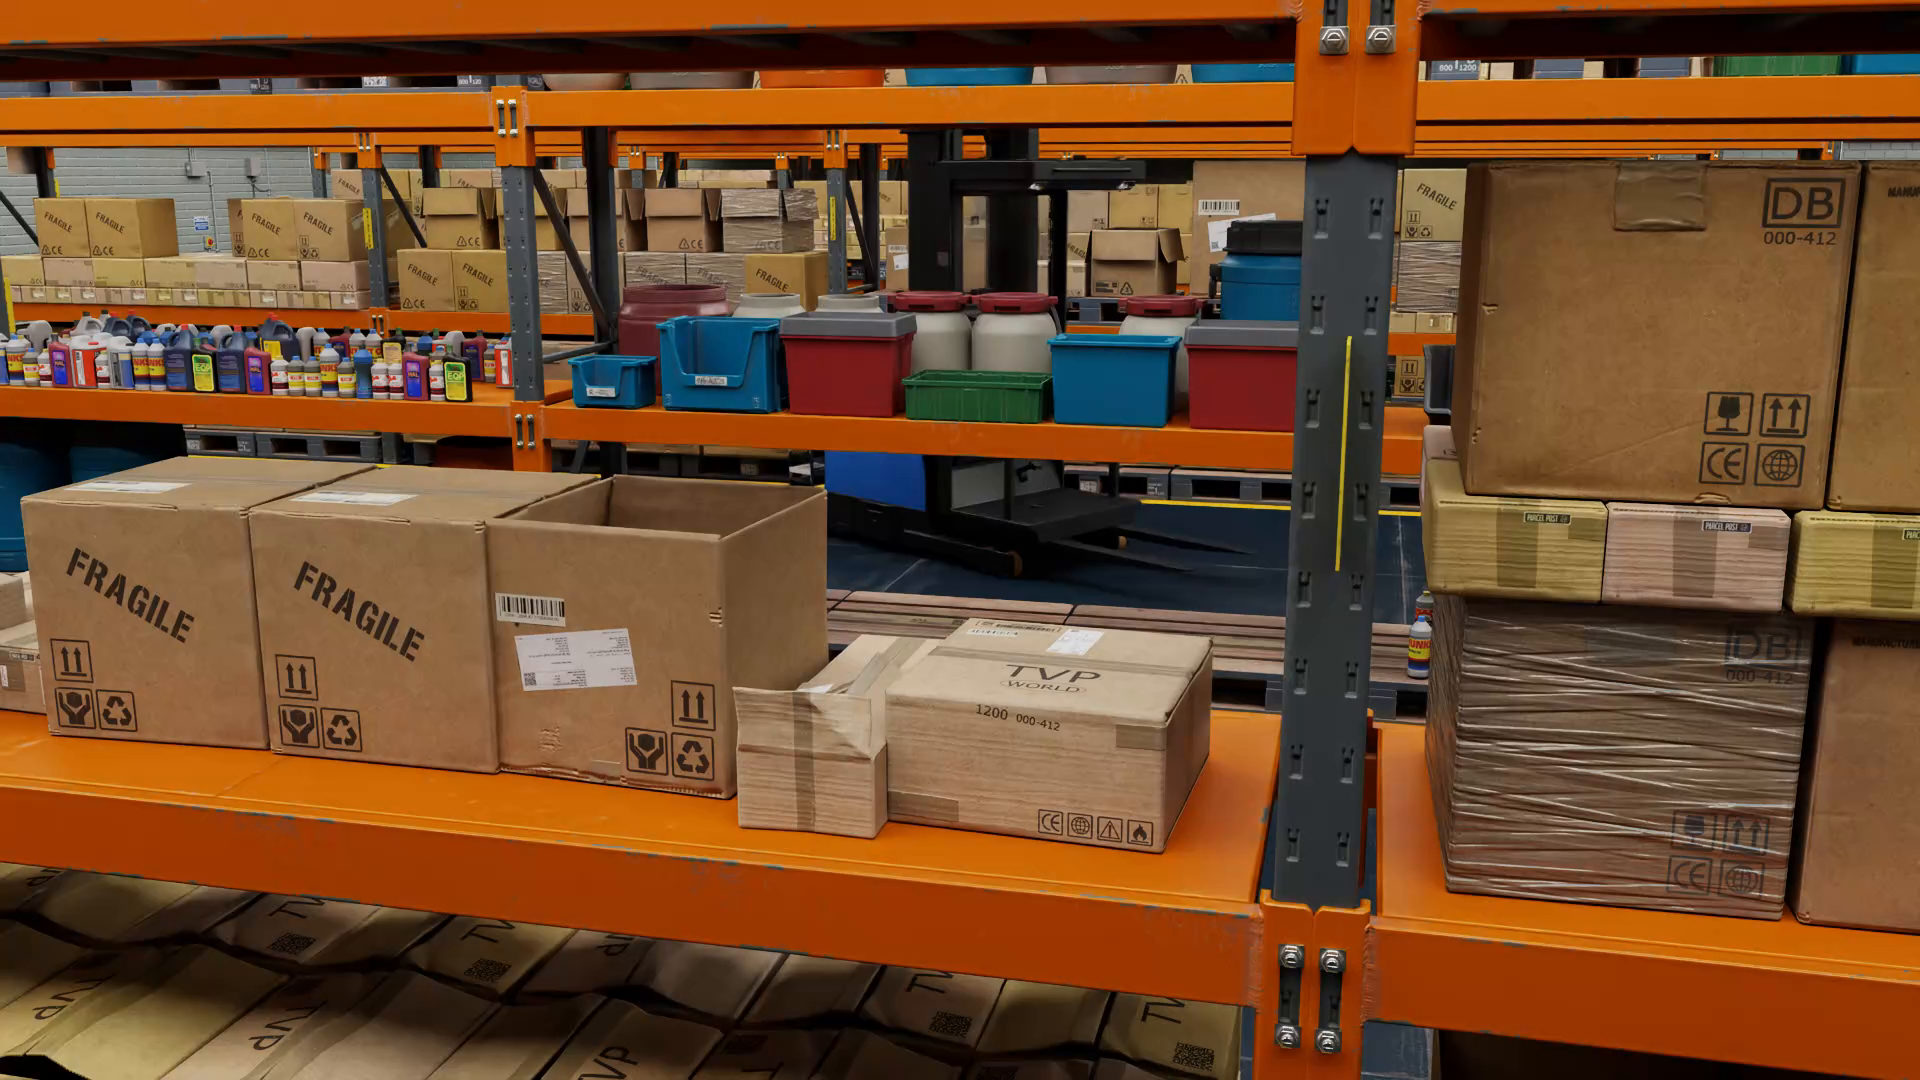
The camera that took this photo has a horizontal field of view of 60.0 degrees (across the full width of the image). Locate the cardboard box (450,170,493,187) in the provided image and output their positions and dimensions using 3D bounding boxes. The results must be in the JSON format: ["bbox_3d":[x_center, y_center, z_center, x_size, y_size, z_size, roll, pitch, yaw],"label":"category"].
[{"bbox_3d":[-5.460,-3.975,19.001,0.500,0.500,0.500,3,13,12],"label":"cardboard box"}]

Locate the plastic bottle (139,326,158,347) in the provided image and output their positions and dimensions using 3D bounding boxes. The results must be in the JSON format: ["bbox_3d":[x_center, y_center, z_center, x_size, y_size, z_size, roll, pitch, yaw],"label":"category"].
[{"bbox_3d":[-4.616,-1.080,9.474,0.097,0.271,0.097,0,13,0],"label":"plastic bottle"}]

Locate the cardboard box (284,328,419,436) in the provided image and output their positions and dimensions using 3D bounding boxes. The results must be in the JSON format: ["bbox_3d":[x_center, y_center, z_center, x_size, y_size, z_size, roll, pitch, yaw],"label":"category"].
[{"bbox_3d":[-5.344,-1.428,14.681,0.875,0.875,0.875,3,13,14],"label":"cardboard box"}]

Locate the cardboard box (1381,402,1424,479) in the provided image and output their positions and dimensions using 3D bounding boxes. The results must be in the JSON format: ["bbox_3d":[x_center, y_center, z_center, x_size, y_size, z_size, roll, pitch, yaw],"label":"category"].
[{"bbox_3d":[3.424,-0.750,12.489,0.500,0.500,0.500,3,13,12],"label":"cardboard box"}]

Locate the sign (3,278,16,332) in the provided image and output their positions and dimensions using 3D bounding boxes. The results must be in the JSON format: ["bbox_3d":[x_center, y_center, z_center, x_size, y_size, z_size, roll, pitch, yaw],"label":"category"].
[{"bbox_3d":[-5.775,-1.418,10.063,0.005,0.325,0.100,3,13,14],"label":"sign"}]

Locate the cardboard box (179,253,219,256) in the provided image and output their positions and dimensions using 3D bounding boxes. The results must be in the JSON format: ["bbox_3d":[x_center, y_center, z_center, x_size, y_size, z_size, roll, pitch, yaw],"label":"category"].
[{"bbox_3d":[-7.085,-2.467,15.086,0.500,0.250,0.500,3,13,12],"label":"cardboard box"}]

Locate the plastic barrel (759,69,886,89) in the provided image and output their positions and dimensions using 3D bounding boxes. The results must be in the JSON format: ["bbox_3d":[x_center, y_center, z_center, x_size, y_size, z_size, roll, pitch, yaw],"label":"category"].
[{"bbox_3d":[-0.645,-2.512,7.714,0.708,0.830,0.600,3,13,14],"label":"plastic barrel"}]

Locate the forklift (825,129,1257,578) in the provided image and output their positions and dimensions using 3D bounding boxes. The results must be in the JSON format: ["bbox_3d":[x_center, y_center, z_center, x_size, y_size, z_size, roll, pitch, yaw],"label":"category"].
[{"bbox_3d":[0.461,-1.322,10.425,1.130,2.935,3.031,-12,17,-44],"label":"forklift"}]

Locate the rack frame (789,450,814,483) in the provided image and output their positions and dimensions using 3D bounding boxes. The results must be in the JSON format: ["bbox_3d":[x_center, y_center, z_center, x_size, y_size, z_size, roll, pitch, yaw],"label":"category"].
[{"bbox_3d":[-1.096,-0.521,11.503,0.006,0.900,0.240,10,16,37],"label":"rack frame"}]

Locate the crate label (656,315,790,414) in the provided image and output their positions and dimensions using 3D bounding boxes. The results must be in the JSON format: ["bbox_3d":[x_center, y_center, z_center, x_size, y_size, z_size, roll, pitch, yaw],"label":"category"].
[{"bbox_3d":[-1.125,-0.869,8.144,0.616,0.435,0.502,3,13,14],"label":"crate label"}]

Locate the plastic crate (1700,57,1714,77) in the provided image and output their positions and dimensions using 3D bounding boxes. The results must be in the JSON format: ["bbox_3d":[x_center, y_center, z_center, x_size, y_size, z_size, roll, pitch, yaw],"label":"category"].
[{"bbox_3d":[3.514,-2.090,7.412,0.396,0.136,0.243,3,13,14],"label":"plastic crate"}]

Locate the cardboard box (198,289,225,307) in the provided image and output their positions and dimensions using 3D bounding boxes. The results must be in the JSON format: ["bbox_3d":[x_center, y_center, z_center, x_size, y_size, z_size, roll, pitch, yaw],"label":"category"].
[{"bbox_3d":[-6.344,-2.100,14.355,0.250,0.149,0.380,3,13,13],"label":"cardboard box"}]

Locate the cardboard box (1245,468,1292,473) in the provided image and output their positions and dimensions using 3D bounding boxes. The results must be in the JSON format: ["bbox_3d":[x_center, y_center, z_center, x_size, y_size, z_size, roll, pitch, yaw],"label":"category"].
[{"bbox_3d":[2.454,-0.825,12.782,0.500,0.500,0.700,2,13,9],"label":"cardboard box"}]

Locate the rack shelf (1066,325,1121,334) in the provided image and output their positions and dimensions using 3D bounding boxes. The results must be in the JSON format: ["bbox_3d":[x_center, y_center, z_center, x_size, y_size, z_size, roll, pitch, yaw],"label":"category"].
[{"bbox_3d":[1.103,-1.547,12.941,4.000,0.370,1.077,3,13,14],"label":"rack shelf"}]

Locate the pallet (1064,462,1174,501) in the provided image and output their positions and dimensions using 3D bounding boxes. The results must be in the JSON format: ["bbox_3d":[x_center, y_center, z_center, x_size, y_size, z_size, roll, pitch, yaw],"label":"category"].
[{"bbox_3d":[1.101,-0.536,13.161,1.213,0.211,1.003,3,13,14],"label":"pallet"}]

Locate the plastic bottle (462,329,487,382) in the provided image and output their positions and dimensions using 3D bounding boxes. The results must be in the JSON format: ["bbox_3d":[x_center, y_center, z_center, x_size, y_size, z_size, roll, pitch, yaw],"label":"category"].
[{"bbox_3d":[-2.676,-1.020,9.177,0.133,0.283,0.061,3,13,14],"label":"plastic bottle"}]

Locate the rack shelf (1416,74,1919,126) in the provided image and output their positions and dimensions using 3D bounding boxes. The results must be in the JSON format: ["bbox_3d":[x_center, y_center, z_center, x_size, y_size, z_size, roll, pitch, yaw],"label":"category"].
[{"bbox_3d":[3.800,-1.762,6.986,4.000,0.370,1.077,3,13,14],"label":"rack shelf"}]

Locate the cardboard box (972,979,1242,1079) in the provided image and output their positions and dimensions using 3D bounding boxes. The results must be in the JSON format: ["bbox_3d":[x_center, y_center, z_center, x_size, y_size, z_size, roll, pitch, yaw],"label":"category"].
[{"bbox_3d":[0.326,1.079,3.531,0.500,0.311,0.500,3,13,14],"label":"cardboard box"}]

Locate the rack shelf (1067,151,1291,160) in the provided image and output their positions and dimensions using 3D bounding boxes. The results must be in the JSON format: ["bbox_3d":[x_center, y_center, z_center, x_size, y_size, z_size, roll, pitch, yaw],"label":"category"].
[{"bbox_3d":[3.478,-5.095,22.009,4.000,0.370,1.077,3,13,14],"label":"rack shelf"}]

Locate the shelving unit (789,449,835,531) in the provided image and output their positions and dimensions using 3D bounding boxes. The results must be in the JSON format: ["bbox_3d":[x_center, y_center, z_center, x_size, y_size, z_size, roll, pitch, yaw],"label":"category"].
[{"bbox_3d":[-1.016,-0.507,11.441,0.210,0.900,0.258,10,16,37],"label":"shelving unit"}]

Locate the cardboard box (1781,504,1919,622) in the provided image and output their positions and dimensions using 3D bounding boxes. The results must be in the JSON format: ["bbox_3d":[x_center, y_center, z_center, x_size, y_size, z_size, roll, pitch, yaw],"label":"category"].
[{"bbox_3d":[1.377,0.004,2.562,0.250,0.149,0.380,3,13,12],"label":"cardboard box"}]

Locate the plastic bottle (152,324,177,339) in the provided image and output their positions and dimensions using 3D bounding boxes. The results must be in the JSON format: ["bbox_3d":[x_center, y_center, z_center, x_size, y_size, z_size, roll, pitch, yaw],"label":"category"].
[{"bbox_3d":[-4.604,-1.110,9.596,0.135,0.276,0.152,3,13,14],"label":"plastic bottle"}]

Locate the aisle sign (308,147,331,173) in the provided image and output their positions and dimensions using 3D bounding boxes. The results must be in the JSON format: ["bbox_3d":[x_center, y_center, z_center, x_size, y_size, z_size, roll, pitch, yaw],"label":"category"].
[{"bbox_3d":[-7.462,-4.664,19.331,0.004,0.787,0.394,3,13,14],"label":"aisle sign"}]

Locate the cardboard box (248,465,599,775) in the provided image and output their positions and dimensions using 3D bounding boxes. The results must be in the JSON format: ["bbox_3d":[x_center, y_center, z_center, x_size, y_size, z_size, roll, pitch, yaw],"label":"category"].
[{"bbox_3d":[-1.071,0.143,3.431,0.500,0.500,0.500,3,13,14],"label":"cardboard box"}]

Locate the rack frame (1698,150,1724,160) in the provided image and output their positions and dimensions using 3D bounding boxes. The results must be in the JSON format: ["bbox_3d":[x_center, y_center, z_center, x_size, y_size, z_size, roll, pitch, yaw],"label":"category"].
[{"bbox_3d":[9.303,-3.671,20.852,0.127,3.000,1.000,3,13,14],"label":"rack frame"}]

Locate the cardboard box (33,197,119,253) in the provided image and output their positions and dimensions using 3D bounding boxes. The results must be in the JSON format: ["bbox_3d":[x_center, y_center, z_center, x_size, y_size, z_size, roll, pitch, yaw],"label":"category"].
[{"bbox_3d":[-8.069,-2.885,15.240,0.500,0.500,0.500,3,13,14],"label":"cardboard box"}]

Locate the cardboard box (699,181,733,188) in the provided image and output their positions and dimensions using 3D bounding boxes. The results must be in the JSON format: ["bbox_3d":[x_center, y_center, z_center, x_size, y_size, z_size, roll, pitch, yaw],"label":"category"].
[{"bbox_3d":[-3.362,-4.825,23.515,0.500,0.500,0.500,3,13,13],"label":"cardboard box"}]

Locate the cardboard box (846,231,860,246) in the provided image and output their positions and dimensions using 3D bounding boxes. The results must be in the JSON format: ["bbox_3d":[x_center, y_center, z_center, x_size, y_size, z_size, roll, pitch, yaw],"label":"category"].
[{"bbox_3d":[-1.140,-3.250,17.881,0.250,0.149,0.380,3,13,13],"label":"cardboard box"}]

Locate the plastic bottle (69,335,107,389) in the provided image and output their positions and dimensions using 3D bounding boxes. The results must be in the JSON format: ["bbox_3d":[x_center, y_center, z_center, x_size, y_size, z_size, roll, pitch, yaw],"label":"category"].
[{"bbox_3d":[-4.652,-0.955,8.899,0.135,0.276,0.152,3,13,14],"label":"plastic bottle"}]

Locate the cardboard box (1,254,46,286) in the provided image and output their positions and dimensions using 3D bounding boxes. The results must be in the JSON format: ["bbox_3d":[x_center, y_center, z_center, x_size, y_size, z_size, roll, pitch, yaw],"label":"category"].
[{"bbox_3d":[-8.204,-2.407,14.818,0.500,0.250,0.500,3,13,12],"label":"cardboard box"}]

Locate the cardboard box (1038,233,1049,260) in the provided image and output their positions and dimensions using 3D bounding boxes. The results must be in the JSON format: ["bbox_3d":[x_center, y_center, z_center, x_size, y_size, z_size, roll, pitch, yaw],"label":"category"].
[{"bbox_3d":[0.819,-3.008,17.637,0.500,0.500,0.500,3,13,14],"label":"cardboard box"}]

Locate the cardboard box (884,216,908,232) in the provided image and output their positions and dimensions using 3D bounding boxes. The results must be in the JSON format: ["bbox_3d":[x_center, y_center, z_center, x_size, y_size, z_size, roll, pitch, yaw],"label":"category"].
[{"bbox_3d":[-0.635,-3.368,17.728,0.250,0.149,0.380,3,13,15],"label":"cardboard box"}]

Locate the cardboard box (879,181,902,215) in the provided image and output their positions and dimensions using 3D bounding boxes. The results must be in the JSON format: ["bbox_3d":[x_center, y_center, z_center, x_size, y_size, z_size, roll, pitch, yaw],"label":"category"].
[{"bbox_3d":[-1.002,-4.700,22.952,0.500,0.500,0.500,3,13,12],"label":"cardboard box"}]

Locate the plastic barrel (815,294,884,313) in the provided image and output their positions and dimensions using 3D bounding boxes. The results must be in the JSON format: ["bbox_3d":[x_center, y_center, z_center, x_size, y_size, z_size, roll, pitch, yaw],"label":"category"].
[{"bbox_3d":[-0.566,-0.984,8.487,0.421,0.512,0.421,0,13,0],"label":"plastic barrel"}]

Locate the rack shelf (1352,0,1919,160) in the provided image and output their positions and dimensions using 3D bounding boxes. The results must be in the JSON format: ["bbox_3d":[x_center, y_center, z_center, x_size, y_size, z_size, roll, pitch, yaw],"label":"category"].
[{"bbox_3d":[2.610,-0.721,2.292,4.000,0.370,1.077,3,13,14],"label":"rack shelf"}]

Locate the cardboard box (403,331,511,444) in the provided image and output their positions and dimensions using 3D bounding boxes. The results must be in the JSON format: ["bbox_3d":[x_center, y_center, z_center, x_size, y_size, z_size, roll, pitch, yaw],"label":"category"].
[{"bbox_3d":[-4.096,-1.348,14.320,0.875,0.875,1.225,3,13,14],"label":"cardboard box"}]

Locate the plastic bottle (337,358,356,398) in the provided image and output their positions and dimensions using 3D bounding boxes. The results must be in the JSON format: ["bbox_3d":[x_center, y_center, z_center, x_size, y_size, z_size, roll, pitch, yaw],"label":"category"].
[{"bbox_3d":[-3.135,-0.831,8.514,0.097,0.201,0.097,0,13,0],"label":"plastic bottle"}]

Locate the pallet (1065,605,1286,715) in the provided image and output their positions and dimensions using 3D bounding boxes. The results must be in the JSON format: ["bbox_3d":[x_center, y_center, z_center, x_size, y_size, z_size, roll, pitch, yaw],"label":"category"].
[{"bbox_3d":[1.087,0.576,8.149,1.213,0.211,1.003,3,13,14],"label":"pallet"}]

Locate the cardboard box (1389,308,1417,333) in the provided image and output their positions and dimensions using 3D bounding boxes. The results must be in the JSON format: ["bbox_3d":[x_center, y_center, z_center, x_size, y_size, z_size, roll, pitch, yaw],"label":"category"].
[{"bbox_3d":[3.182,-1.597,12.087,0.250,0.149,0.380,3,13,14],"label":"cardboard box"}]

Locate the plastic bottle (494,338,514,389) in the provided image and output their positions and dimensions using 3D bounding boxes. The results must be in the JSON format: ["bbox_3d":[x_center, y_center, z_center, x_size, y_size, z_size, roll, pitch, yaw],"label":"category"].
[{"bbox_3d":[-2.404,-0.958,8.913,0.135,0.276,0.152,3,13,14],"label":"plastic bottle"}]

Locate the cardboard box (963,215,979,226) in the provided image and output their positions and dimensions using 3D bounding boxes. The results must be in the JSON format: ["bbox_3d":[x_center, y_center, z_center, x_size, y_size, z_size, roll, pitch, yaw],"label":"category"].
[{"bbox_3d":[0.042,-3.477,18.218,0.250,0.149,0.380,3,13,14],"label":"cardboard box"}]

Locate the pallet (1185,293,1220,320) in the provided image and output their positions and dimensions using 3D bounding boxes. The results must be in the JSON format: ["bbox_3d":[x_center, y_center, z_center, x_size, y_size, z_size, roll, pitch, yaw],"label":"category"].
[{"bbox_3d":[2.338,-1.771,12.732,1.213,0.211,1.003,3,13,14],"label":"pallet"}]

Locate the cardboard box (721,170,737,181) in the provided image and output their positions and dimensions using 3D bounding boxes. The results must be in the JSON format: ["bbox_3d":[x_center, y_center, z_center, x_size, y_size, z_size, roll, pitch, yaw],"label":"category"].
[{"bbox_3d":[-3.192,-5.147,23.472,0.250,0.149,0.380,3,13,14],"label":"cardboard box"}]

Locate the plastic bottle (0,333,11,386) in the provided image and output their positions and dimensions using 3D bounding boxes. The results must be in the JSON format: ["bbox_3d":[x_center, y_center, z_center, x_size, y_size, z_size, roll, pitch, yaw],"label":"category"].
[{"bbox_3d":[-5.195,-0.984,9.030,0.135,0.276,0.152,3,13,14],"label":"plastic bottle"}]

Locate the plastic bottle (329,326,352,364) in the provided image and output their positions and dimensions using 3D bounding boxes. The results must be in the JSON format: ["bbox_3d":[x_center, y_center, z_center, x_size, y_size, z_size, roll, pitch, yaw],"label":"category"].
[{"bbox_3d":[-3.479,-1.063,9.370,0.133,0.283,0.061,3,13,14],"label":"plastic bottle"}]

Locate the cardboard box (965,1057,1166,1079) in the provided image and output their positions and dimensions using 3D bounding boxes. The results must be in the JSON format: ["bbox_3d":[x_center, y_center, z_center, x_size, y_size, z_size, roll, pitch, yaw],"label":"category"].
[{"bbox_3d":[0.206,1.192,3.021,0.500,0.311,0.500,3,13,14],"label":"cardboard box"}]

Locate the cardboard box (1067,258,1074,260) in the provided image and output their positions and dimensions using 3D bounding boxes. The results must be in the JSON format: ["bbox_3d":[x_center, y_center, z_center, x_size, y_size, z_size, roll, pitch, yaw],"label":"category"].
[{"bbox_3d":[0.845,-2.111,13.166,0.258,0.266,0.396,3,13,12],"label":"cardboard box"}]

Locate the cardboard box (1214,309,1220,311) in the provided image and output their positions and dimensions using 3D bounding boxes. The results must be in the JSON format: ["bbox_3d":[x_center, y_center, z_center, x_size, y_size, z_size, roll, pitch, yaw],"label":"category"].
[{"bbox_3d":[3.535,-2.899,22.473,0.625,0.372,0.950,4,13,15],"label":"cardboard box"}]

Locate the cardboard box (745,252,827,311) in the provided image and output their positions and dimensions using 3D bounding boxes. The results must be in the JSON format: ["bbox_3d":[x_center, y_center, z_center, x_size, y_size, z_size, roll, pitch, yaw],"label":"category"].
[{"bbox_3d":[-1.377,-2.024,13.200,0.500,0.500,0.500,3,13,15],"label":"cardboard box"}]

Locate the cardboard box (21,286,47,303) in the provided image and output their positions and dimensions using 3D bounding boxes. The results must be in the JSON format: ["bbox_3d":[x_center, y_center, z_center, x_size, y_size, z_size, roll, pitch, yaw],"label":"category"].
[{"bbox_3d":[-8.090,-2.193,14.775,0.250,0.149,0.380,3,13,13],"label":"cardboard box"}]

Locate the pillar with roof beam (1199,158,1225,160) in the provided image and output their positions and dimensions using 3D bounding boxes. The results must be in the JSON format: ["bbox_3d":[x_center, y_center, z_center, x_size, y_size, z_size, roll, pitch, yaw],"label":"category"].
[{"bbox_3d":[3.172,-7.275,23.248,0.400,9.000,9.100,3,13,14],"label":"pillar with roof beam"}]

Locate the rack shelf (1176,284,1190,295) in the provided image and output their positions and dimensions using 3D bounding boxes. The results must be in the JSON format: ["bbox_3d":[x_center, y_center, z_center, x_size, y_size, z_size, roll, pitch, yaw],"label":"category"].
[{"bbox_3d":[2.390,-2.584,17.618,4.000,0.370,1.077,3,13,14],"label":"rack shelf"}]

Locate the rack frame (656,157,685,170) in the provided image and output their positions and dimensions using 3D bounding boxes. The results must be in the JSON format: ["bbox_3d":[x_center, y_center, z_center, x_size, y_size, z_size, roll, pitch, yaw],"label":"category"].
[{"bbox_3d":[-5.045,-5.545,29.300,0.127,3.000,1.000,3,13,14],"label":"rack frame"}]

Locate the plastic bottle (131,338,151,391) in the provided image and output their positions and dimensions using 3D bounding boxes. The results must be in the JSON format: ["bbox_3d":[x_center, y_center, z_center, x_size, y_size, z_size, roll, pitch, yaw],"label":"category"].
[{"bbox_3d":[-4.320,-0.929,8.792,0.097,0.271,0.097,0,13,0],"label":"plastic bottle"}]
